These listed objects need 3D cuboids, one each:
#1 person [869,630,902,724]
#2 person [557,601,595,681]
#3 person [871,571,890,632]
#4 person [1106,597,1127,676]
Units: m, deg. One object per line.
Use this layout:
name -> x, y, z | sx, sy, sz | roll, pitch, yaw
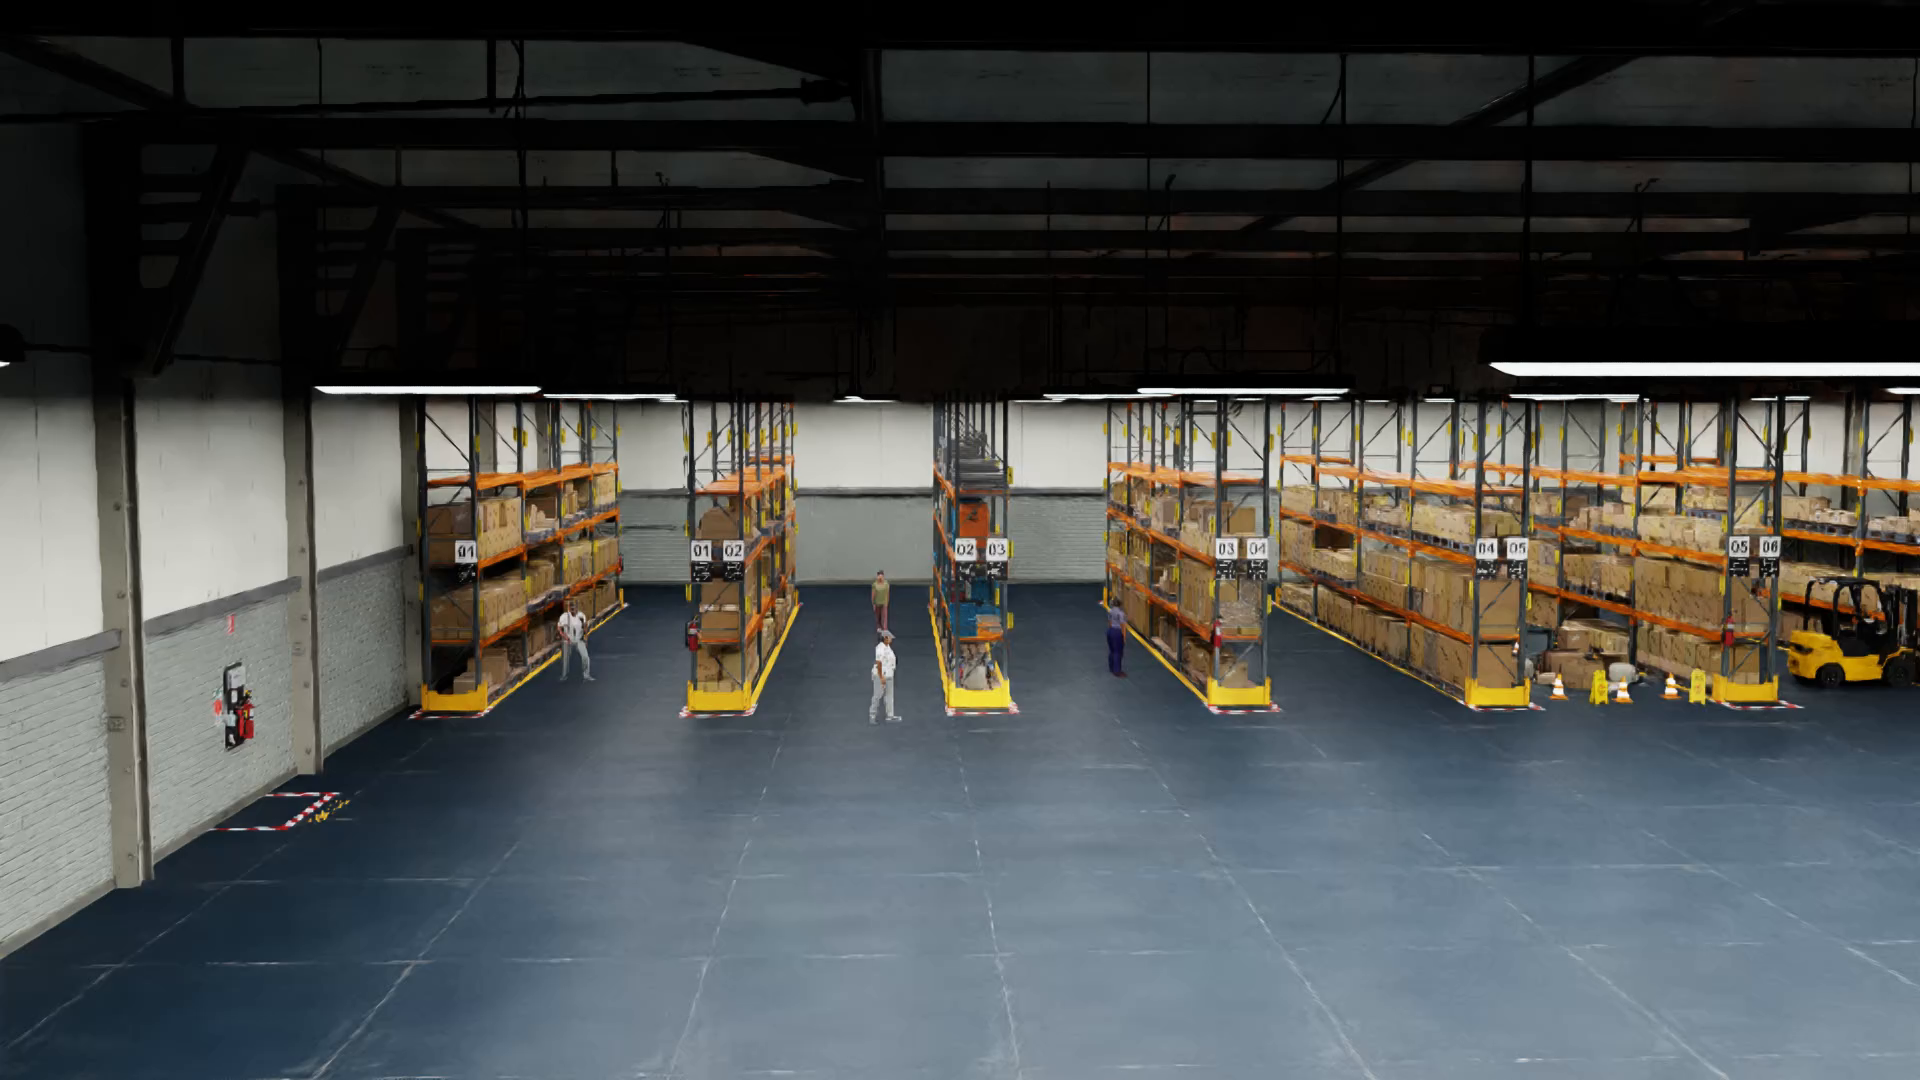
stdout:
person -> -1.375, 2.452, 29.919 | 0.470, 1.666, 0.626 | 2, 5, 23
person -> -7.968, 2.071, 34.362 | 0.707, 1.693, 0.822 | -2, 5, -21
person -> -1.975, 1.549, 41.251 | 0.448, 1.590, 1.110 | 0, 5, 0
person -> 3.340, 2.025, 35.147 | 0.429, 1.653, 0.530 | -3, 6, -33
